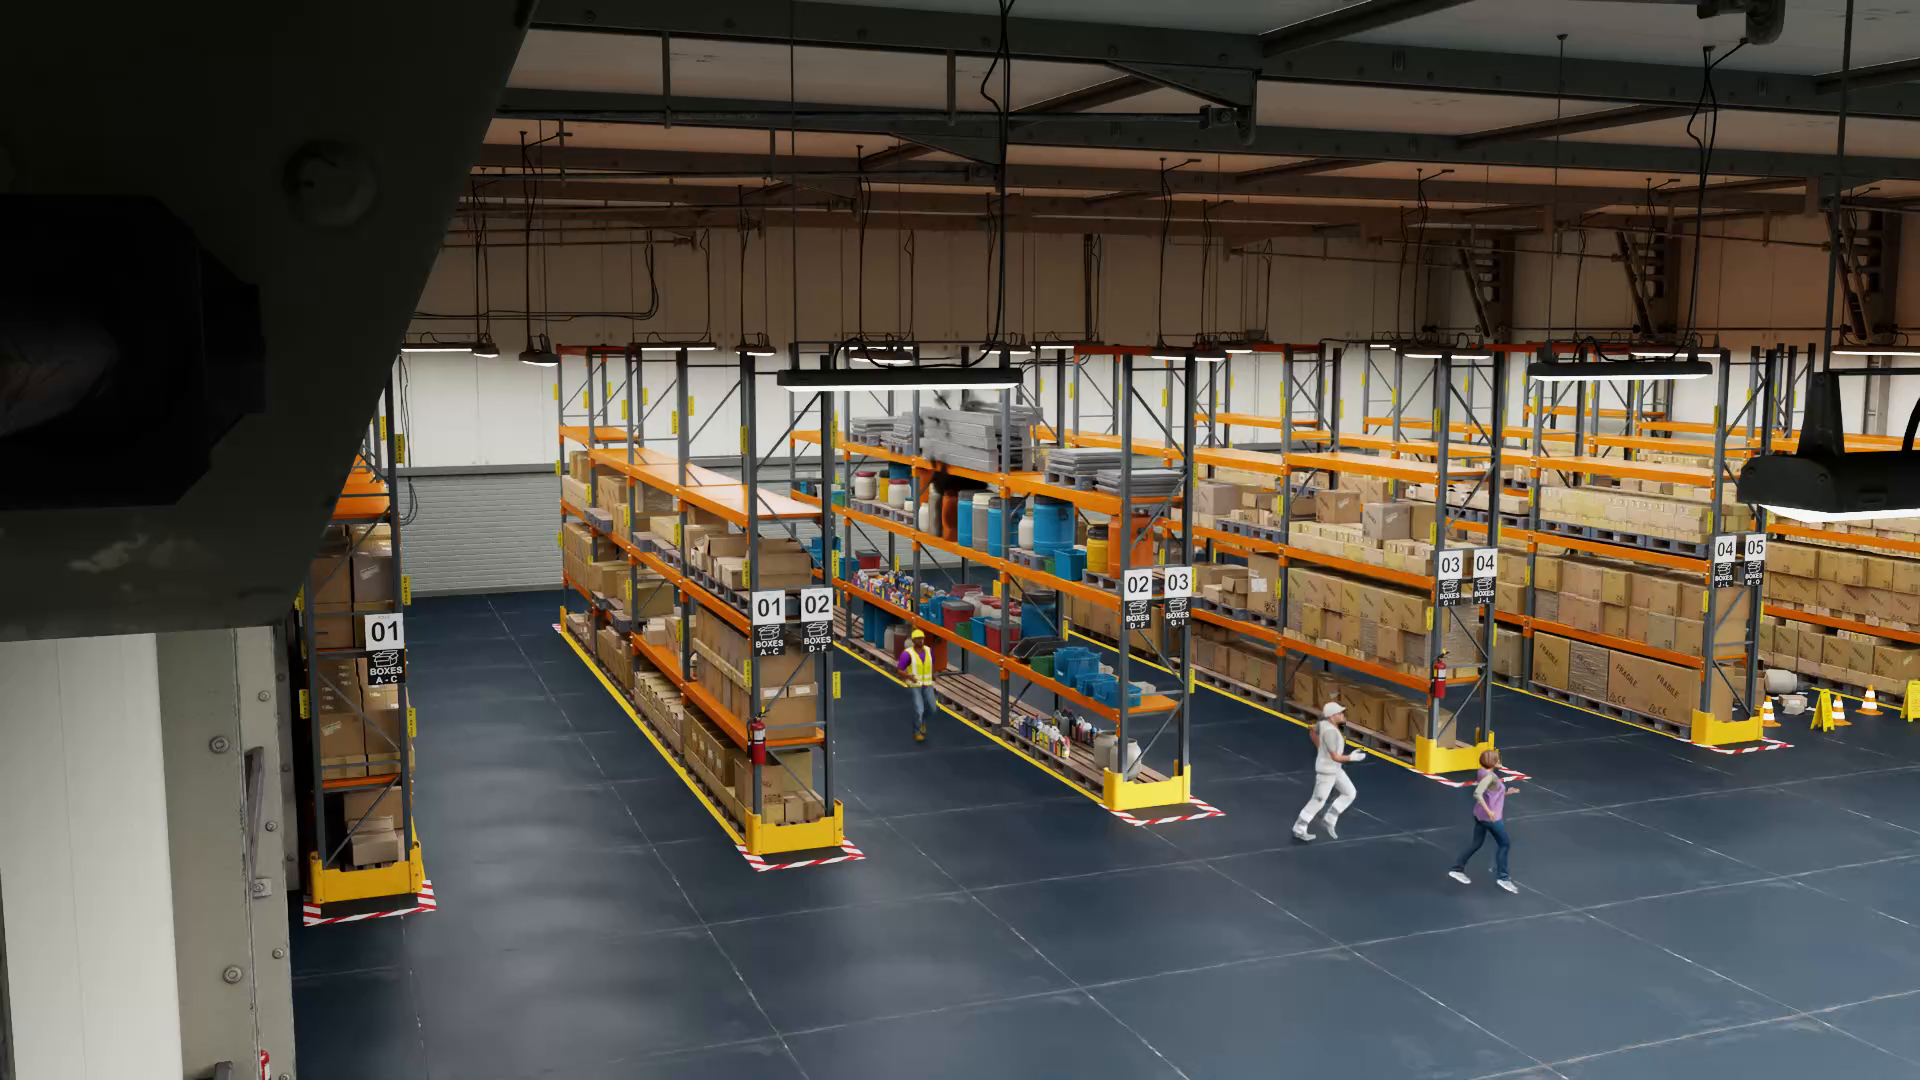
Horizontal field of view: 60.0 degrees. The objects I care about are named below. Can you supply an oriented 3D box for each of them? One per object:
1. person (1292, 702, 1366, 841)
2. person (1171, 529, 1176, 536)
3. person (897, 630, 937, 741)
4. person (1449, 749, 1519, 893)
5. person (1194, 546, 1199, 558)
[{"bbox_3d":[4.553,2.844,20.490,0.864,1.754,0.677,2,8,16],"label":"person"},{"bbox_3d":[4.836,0.588,38.588,0.723,1.724,0.605,-2,8,-18],"label":"person"},{"bbox_3d":[-0.602,2.234,25.547,0.692,1.720,0.589,-4,8,-27],"label":"person"},{"bbox_3d":[5.917,3.172,18.715,0.753,1.609,0.514,0,7,-4],"label":"person"},{"bbox_3d":[5.766,0.245,41.776,0.545,1.640,0.752,1,7,8],"label":"person"}]
